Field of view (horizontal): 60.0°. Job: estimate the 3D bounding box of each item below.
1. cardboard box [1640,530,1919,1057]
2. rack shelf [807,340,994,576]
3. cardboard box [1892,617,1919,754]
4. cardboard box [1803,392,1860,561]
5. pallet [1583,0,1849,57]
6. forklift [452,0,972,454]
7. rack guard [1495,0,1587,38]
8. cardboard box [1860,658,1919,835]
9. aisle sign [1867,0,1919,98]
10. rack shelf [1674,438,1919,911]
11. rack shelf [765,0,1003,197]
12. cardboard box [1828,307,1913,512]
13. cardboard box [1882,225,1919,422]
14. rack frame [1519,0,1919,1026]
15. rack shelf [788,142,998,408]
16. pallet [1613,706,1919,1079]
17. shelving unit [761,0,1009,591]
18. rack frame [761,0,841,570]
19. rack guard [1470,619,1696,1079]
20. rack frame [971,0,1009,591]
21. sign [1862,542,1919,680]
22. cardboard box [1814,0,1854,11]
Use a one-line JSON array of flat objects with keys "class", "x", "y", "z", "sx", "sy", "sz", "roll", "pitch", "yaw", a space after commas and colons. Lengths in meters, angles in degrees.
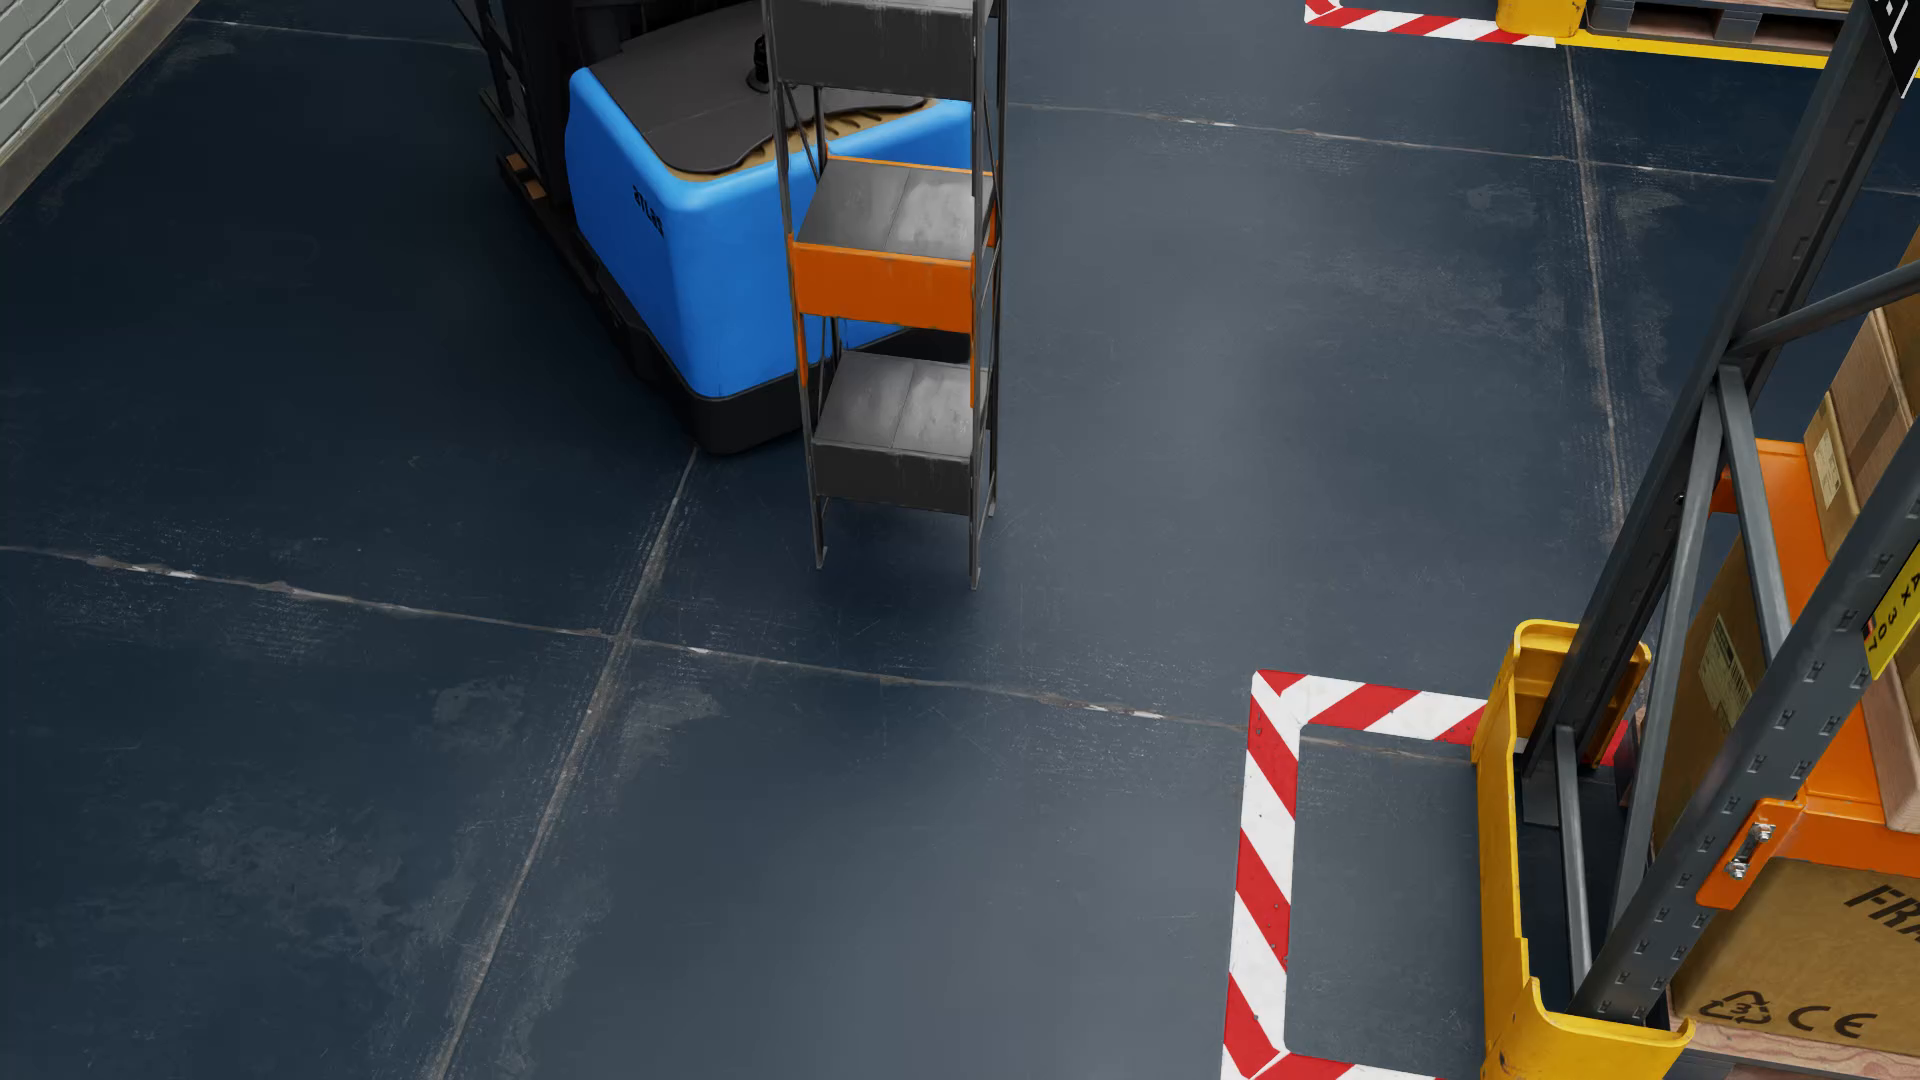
[{"class": "cardboard box", "x": 2.197, "y": 0.583, "z": 3.855, "sx": 0.875, "sy": 0.875, "sz": 0.875, "roll": 8, "pitch": 49, "yaw": 7}, {"class": "rack shelf", "x": -0.163, "y": -0.247, "z": 5.019, "sx": 0.480, "sy": 0.518, "sz": 0.431, "roll": 8, "pitch": 49, "yaw": 7}, {"class": "cardboard box", "x": 1.977, "y": 0.199, "z": 2.955, "sx": 0.500, "sy": 0.250, "sz": 0.500, "roll": 7, "pitch": 48, "yaw": 6}, {"class": "cardboard box", "x": 1.962, "y": -0.123, "z": 3.512, "sx": 0.250, "sy": 0.149, "sz": 0.380, "roll": 9, "pitch": 49, "yaw": 8}, {"class": "pallet", "x": 3.402, "y": -2.554, "z": 7.403, "sx": 1.213, "sy": 0.211, "sz": 1.003, "roll": 8, "pitch": 49, "yaw": 7}, {"class": "forklift", "x": -1.124, "y": -2.348, "z": 5.389, "sx": 1.130, "sy": 2.935, "sz": 3.031, "roll": -24, "pitch": 52, "yaw": -20}, {"class": "rack guard", "x": 2.609, "y": -2.784, "z": 7.416, "sx": 0.348, "sy": 0.500, "sz": 1.175, "roll": 8, "pitch": 49, "yaw": 7}, {"class": "cardboard box", "x": 1.843, "y": 0.360, "z": 3.079, "sx": 0.250, "sy": 0.149, "sz": 0.380, "roll": 8, "pitch": 49, "yaw": 7}, {"class": "aisle sign", "x": 1.535, "y": -1.111, "z": 2.484, "sx": 0.004, "sy": 0.787, "sz": 0.394, "roll": 8, "pitch": 49, "yaw": 7}, {"class": "rack shelf", "x": 3.521, "y": 0.492, "z": 3.275, "sx": 4.000, "sy": 0.370, "sz": 1.077, "roll": 8, "pitch": 49, "yaw": 7}, {"class": "rack shelf", "x": -0.163, "y": -1.182, "z": 3.978, "sx": 0.480, "sy": 0.518, "sz": 0.431, "roll": 8, "pitch": 49, "yaw": 7}, {"class": "cardboard box", "x": 2.077, "y": -0.192, "z": 3.307, "sx": 0.500, "sy": 0.250, "sz": 0.500, "roll": 7, "pitch": 48, "yaw": 6}, {"class": "cardboard box", "x": 2.079, "y": -0.441, "z": 3.026, "sx": 0.500, "sy": 0.500, "sz": 0.500, "roll": 8, "pitch": 49, "yaw": 7}, {"class": "rack frame", "x": 1.553, "y": -0.013, "z": 3.245, "sx": 0.127, "sy": 3.000, "sz": 1.000, "roll": 8, "pitch": 49, "yaw": 7}, {"class": "rack shelf", "x": -0.163, "y": -0.715, "z": 4.499, "sx": 0.480, "sy": 0.518, "sz": 0.431, "roll": 8, "pitch": 49, "yaw": 7}, {"class": "pallet", "x": 2.353, "y": 0.968, "z": 4.238, "sx": 1.213, "sy": 0.211, "sz": 1.003, "roll": 8, "pitch": 49, "yaw": 7}, {"class": "shelving unit", "x": -0.163, "y": -0.724, "z": 4.489, "sx": 0.503, "sy": 2.100, "sz": 0.431, "roll": 8, "pitch": 49, "yaw": 7}, {"class": "rack frame", "x": -0.403, "y": -0.756, "z": 4.518, "sx": 0.015, "sy": 2.100, "sz": 0.400, "roll": 8, "pitch": 49, "yaw": 7}, {"class": "rack guard", "x": 1.529, "y": 0.820, "z": 4.177, "sx": 0.348, "sy": 0.500, "sz": 1.175, "roll": 8, "pitch": 49, "yaw": 7}, {"class": "rack frame", "x": 0.077, "y": -0.691, "z": 4.460, "sx": 0.015, "sy": 2.100, "sz": 0.400, "roll": 8, "pitch": 49, "yaw": 7}, {"class": "sign", "x": 1.448, "y": 0.077, "z": 2.529, "sx": 0.005, "sy": 0.325, "sz": 0.100, "roll": 8, "pitch": 49, "yaw": 7}, {"class": "cardboard box", "x": 3.743, "y": -2.397, "z": 7.022, "sx": 0.250, "sy": 0.149, "sz": 0.380, "roll": 8, "pitch": 49, "yaw": 7}]
